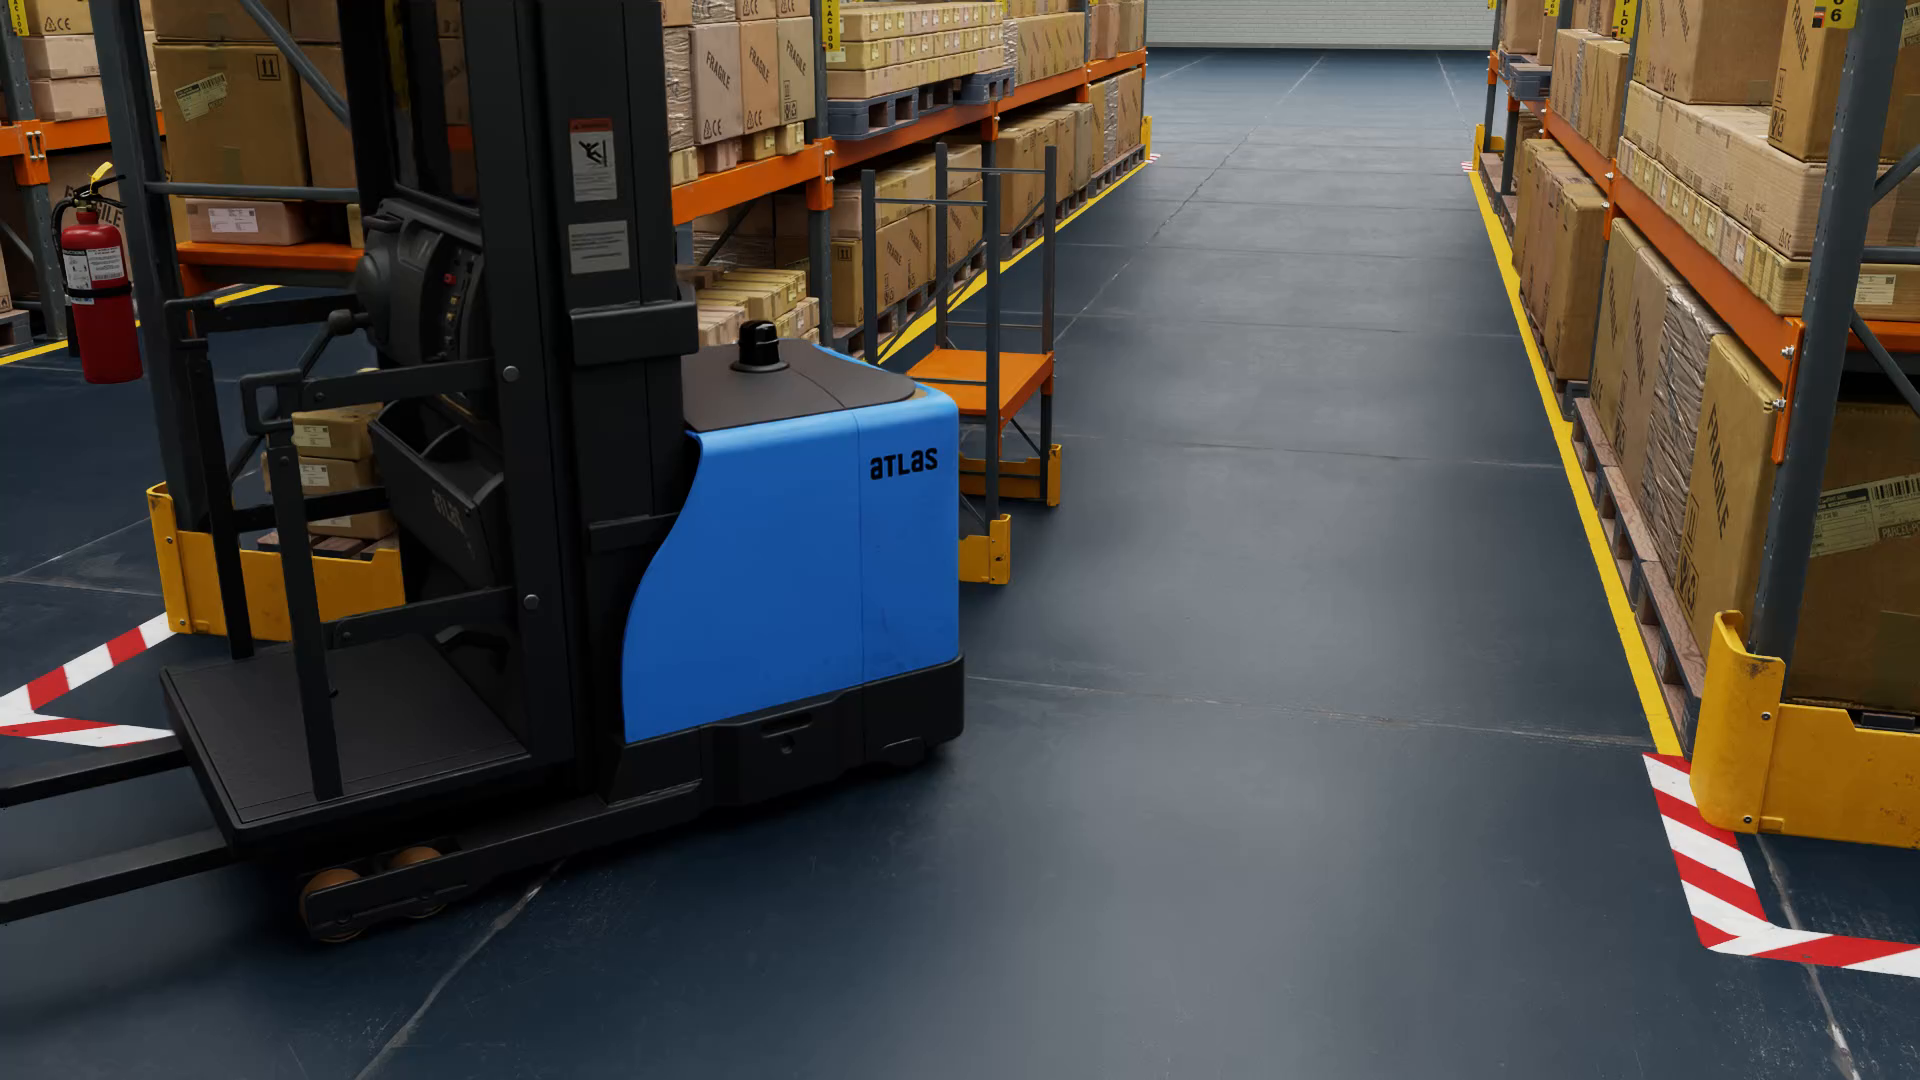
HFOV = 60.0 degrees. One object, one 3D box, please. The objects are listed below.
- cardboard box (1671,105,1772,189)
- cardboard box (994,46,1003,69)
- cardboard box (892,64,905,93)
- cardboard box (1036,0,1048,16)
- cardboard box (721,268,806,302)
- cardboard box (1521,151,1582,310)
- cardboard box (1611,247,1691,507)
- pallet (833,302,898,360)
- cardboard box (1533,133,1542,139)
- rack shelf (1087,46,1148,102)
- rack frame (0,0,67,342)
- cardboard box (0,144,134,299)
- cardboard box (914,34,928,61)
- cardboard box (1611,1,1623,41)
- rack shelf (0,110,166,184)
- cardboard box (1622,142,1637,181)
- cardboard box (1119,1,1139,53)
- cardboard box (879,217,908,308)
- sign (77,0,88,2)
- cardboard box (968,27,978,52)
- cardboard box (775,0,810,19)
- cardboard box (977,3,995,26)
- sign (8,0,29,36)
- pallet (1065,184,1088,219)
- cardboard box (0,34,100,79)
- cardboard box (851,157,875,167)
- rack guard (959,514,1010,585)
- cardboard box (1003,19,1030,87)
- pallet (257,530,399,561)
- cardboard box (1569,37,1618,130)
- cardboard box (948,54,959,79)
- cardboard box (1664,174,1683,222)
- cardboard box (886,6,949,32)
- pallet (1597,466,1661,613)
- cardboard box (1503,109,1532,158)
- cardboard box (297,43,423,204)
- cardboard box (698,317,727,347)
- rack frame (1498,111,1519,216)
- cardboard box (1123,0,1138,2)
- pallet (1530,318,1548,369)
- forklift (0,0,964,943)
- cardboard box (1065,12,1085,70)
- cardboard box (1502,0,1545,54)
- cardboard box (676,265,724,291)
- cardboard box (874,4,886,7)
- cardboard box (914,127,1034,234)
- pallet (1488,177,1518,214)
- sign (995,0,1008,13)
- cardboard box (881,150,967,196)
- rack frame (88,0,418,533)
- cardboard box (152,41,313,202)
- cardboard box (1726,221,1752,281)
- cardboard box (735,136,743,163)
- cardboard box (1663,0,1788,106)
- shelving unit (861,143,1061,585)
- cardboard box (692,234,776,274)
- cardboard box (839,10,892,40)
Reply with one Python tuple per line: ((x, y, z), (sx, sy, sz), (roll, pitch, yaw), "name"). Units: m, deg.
((2.837, -1.390, 5.888), (0.500, 0.250, 0.500), (5, 19, 13), "cardboard box")
((0.099, -3.485, 11.989), (0.380, 0.149, 0.250), (5, 19, 14), "cardboard box")
((-0.534, -2.675, 9.616), (0.380, 0.149, 0.250), (5, 19, 14), "cardboard box")
((0.388, -4.894, 14.674), (0.700, 0.500, 0.500), (5, 19, 14), "cardboard box")
((-1.038, -1.341, 8.814), (0.380, 0.149, 0.250), (5, 20, 15), "cardboard box")
((4.145, -1.872, 10.166), (1.225, 0.875, 0.875), (5, 19, 14), "cardboard box")
((3.123, -0.629, 6.527), (0.875, 0.875, 0.875), (5, 19, 13), "cardboard box")
((-1.015, -1.267, 10.070), (1.003, 0.211, 1.213), (5, 19, 13), "pallet")
((5.673, -3.564, 15.700), (0.500, 0.500, 0.500), (4, 19, 12), "cardboard box")
((1.240, -5.136, 18.197), (1.077, 0.370, 4.000), (5, 19, 13), "rack shelf")
((-6.028, -2.701, 9.956), (1.000, 3.000, 0.127), (5, 19, 13), "rack frame")
((-5.954, -2.095, 10.819), (0.875, 0.875, 0.875), (5, 20, 15), "cardboard box")
((-0.410, -2.979, 10.046), (0.380, 0.149, 0.250), (5, 20, 16), "cardboard box")
((4.045, -3.052, 9.275), (0.797, 0.503, 0.637), (5, 20, 15), "cardboard box")
((-5.540, -2.988, 11.908), (1.077, 0.370, 4.000), (5, 19, 13), "rack shelf")
((3.123, -1.651, 7.270), (0.380, 0.149, 0.250), (4, 19, 12), "cardboard box")
((1.568, -5.880, 19.031), (0.875, 0.550, 0.550), (5, 19, 13), "cardboard box")
((-0.638, -1.735, 10.343), (0.500, 0.500, 0.500), (6, 20, 16), "cardboard box")
((-2.714, -1.836, 5.142), (0.100, 0.325, 0.005), (5, 19, 13), "sign")
((-0.092, -3.381, 11.224), (0.380, 0.149, 0.250), (5, 19, 14), "cardboard box")
((-1.056, -2.835, 8.184), (0.500, 0.500, 0.500), (4, 19, 11), "cardboard box")
((0.035, -3.689, 11.666), (0.380, 0.149, 0.250), (4, 19, 13), "cardboard box")
((-5.490, -3.105, 9.676), (0.100, 0.325, 0.005), (5, 19, 13), "sign")
((0.636, -3.282, 15.971), (1.003, 0.211, 1.213), (5, 19, 13), "pallet")
((-5.647, -2.983, 10.238), (0.500, 0.250, 0.500), (4, 19, 12), "cardboard box")
((-0.887, -2.457, 11.296), (0.500, 0.250, 0.500), (5, 19, 14), "cardboard box")
((-0.103, 0.014, 6.260), (0.587, 0.250, 0.087), (5, 19, 13), "rack guard")
((0.267, -3.922, 13.375), (0.500, 0.500, 0.500), (4, 19, 13), "cardboard box")
((-1.929, -0.045, 6.491), (1.003, 0.211, 1.213), (5, 19, 13), "pallet")
((3.807, -2.610, 9.533), (0.500, 0.500, 0.500), (5, 19, 14), "cardboard box")
((-0.219, -3.083, 10.813), (0.380, 0.149, 0.250), (5, 20, 15), "cardboard box")
((2.807, -1.245, 6.080), (0.380, 0.149, 0.250), (4, 19, 12), "cardboard box")
((-0.284, -3.281, 10.471), (0.380, 0.149, 0.250), (5, 20, 15), "cardboard box")
((3.024, 0.017, 6.313), (1.003, 0.211, 1.213), (5, 19, 13), "pallet")
((6.345, -4.501, 18.443), (0.500, 0.500, 0.500), (9, 21, 23), "cardboard box")
((-1.803, -1.395, 5.517), (0.500, 0.500, 0.500), (6, 20, 16), "cardboard box")
((-1.285, -0.927, 7.600), (0.380, 0.149, 0.250), (4, 19, 11), "cardboard box")
((5.536, -4.426, 15.006), (1.000, 3.000, 0.127), (5, 19, 13), "rack frame")
((1.555, -6.392, 18.860), (0.875, 0.550, 0.550), (5, 19, 13), "cardboard box")
((3.993, -1.231, 9.964), (1.003, 0.211, 1.213), (5, 19, 13), "pallet")
((-1.504, -0.635, 4.011), (3.031, 2.935, 1.130), (-12, 22, -31), "forklift")
((0.883, -4.712, 15.688), (0.500, 0.500, 0.500), (5, 19, 13), "cardboard box")
((5.206, -4.671, 14.144), (1.000, 1.000, 1.000), (5, 19, 14), "cardboard box")
((-1.489, -1.382, 8.933), (0.380, 0.149, 0.250), (5, 20, 16), "cardboard box")
((-0.720, -3.584, 11.358), (0.380, 0.149, 0.250), (4, 19, 11), "cardboard box")
((0.010, -2.914, 13.408), (1.050, 0.750, 0.750), (4, 19, 13), "cardboard box")
((5.666, -3.320, 16.081), (1.003, 0.211, 1.213), (5, 19, 13), "pallet")
((0.302, -4.066, 12.284), (0.100, 0.325, 0.005), (5, 19, 13), "sign")
((-0.252, -2.572, 11.636), (0.500, 0.250, 0.500), (5, 19, 14), "cardboard box")
((-2.181, -1.088, 5.234), (1.000, 3.000, 0.127), (5, 19, 13), "rack frame")
((-2.321, -1.438, 5.641), (0.500, 0.500, 0.500), (5, 20, 14), "cardboard box")
((2.496, -0.844, 4.908), (0.380, 0.149, 0.250), (5, 19, 14), "cardboard box")
((-1.256, -1.872, 7.915), (0.380, 0.149, 0.250), (4, 19, 12), "cardboard box")
((2.966, -1.896, 6.211), (0.500, 0.500, 0.500), (4, 19, 12), "cardboard box")
((0.019, -0.734, 6.515), (0.587, 1.500, 1.083), (5, 19, 13), "shelving unit")
((-1.267, -1.610, 9.978), (0.500, 0.500, 0.500), (4, 19, 12), "cardboard box")
((-0.599, -2.879, 9.293), (0.380, 0.149, 0.250), (5, 20, 15), "cardboard box")
